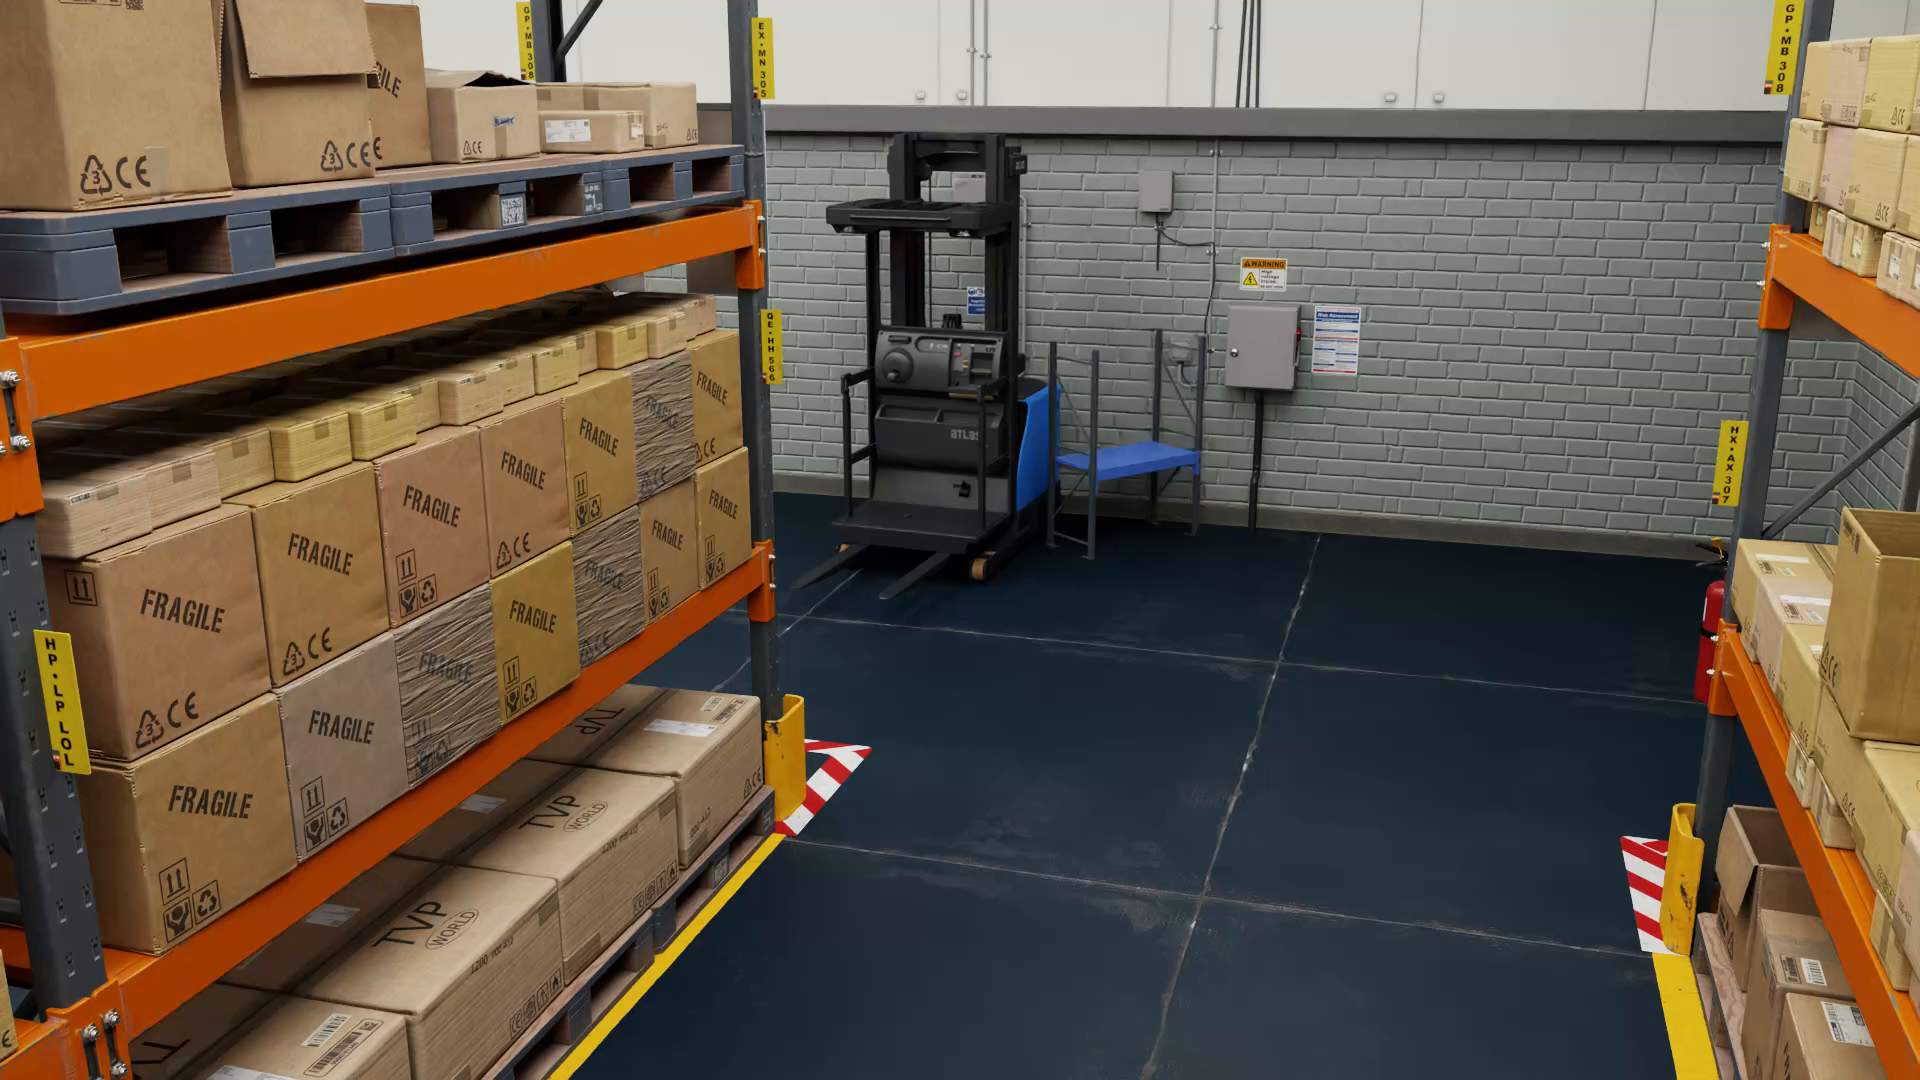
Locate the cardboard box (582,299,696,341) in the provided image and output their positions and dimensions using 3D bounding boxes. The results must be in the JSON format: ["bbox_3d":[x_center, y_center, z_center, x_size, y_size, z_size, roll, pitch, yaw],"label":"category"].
[{"bbox_3d":[-1.296,-0.877,6.720,0.380,0.149,0.250,5,17,17],"label":"cardboard box"}]

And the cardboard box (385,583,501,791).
[{"bbox_3d":[-1.795,0.421,5.163,0.500,0.500,0.500,5,17,16],"label":"cardboard box"}]

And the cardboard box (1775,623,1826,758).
[{"bbox_3d":[2.752,0.462,4.933,0.500,0.250,0.500,4,16,15],"label":"cardboard box"}]

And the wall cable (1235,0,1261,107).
[{"bbox_3d":[3.390,-4.343,11.081,2.988,3.039,0.133,5,16,16],"label":"wall cable"}]

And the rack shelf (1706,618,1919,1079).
[{"bbox_3d":[2.855,1.040,4.485,1.077,0.370,4.000,5,16,16],"label":"rack shelf"}]

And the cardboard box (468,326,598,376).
[{"bbox_3d":[-1.542,-0.677,6.016,0.380,0.149,0.250,4,16,15],"label":"cardboard box"}]

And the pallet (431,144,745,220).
[{"bbox_3d":[-1.538,-1.419,6.501,1.003,0.211,1.213,5,16,16],"label":"pallet"}]

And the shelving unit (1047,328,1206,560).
[{"bbox_3d":[1.209,-0.716,12.107,1.048,1.500,0.538,-11,19,-35],"label":"shelving unit"}]

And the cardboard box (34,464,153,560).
[{"bbox_3d":[-2.135,-0.071,3.877,0.380,0.149,0.250,4,16,15],"label":"cardboard box"}]

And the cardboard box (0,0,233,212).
[{"bbox_3d":[-2.105,-1.046,3.887,0.500,0.500,0.500,5,17,17],"label":"cardboard box"}]

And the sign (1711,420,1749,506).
[{"bbox_3d":[2.903,-0.288,6.262,0.100,0.325,0.005,5,16,16],"label":"sign"}]

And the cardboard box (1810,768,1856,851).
[{"bbox_3d":[2.598,0.760,4.615,0.380,0.149,0.250,5,17,17],"label":"cardboard box"}]

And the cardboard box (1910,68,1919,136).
[{"bbox_3d":[2.629,-1.089,3.989,0.500,0.250,0.500,5,17,17],"label":"cardboard box"}]

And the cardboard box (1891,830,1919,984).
[{"bbox_3d":[2.326,0.862,3.525,0.500,0.250,0.500,5,16,16],"label":"cardboard box"}]

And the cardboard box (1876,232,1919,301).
[{"bbox_3d":[2.581,-0.693,4.239,0.380,0.149,0.250,5,16,16],"label":"cardboard box"}]

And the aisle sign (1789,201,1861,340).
[{"bbox_3d":[3.161,-1.121,6.020,0.394,0.787,0.004,5,16,16],"label":"aisle sign"}]

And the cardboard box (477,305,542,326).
[{"bbox_3d":[-1.893,-0.850,6.625,0.380,0.149,0.250,5,17,18],"label":"cardboard box"}]

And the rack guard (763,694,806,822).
[{"bbox_3d":[-1.330,0.983,7.948,1.175,0.500,0.348,5,16,16],"label":"rack guard"}]

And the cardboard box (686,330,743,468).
[{"bbox_3d":[-1.246,-0.598,6.925,0.500,0.500,0.500,5,17,18],"label":"cardboard box"}]

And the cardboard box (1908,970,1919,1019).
[{"bbox_3d":[2.339,1.029,3.666,0.380,0.149,0.250,5,17,17],"label":"cardboard box"}]

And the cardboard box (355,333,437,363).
[{"bbox_3d":[-2.086,-0.645,5.902,0.380,0.149,0.250,5,17,16],"label":"cardboard box"}]

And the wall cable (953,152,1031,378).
[{"bbox_3d":[0.243,-2.194,12.650,0.585,1.953,0.123,5,16,16],"label":"wall cable"}]

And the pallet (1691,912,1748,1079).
[{"bbox_3d":[3.176,1.741,5.806,1.003,0.211,1.213,5,16,16],"label":"pallet"}]

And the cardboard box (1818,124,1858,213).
[{"bbox_3d":[2.910,-1.114,4.993,0.500,0.250,0.500,5,17,17],"label":"cardboard box"}]

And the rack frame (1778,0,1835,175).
[{"bbox_3d":[3.423,-2.716,5.413,1.000,3.000,0.127,5,16,16],"label":"rack frame"}]

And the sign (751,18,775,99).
[{"bbox_3d":[-0.821,-1.999,6.905,0.100,0.325,0.005,5,16,16],"label":"sign"}]

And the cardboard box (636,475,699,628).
[{"bbox_3d":[-1.377,0.015,6.595,0.500,0.500,0.500,4,16,15],"label":"cardboard box"}]

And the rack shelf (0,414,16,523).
[{"bbox_3d":[-3.042,0.259,1.740,1.077,0.370,4.000,5,16,16],"label":"rack shelf"}]

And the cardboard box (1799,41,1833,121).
[{"bbox_3d":[3.056,-1.488,5.393,0.500,0.250,0.500,4,16,15],"label":"cardboard box"}]

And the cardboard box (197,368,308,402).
[{"bbox_3d":[-2.267,-0.443,5.190,0.380,0.149,0.250,4,16,15],"label":"cardboard box"}]

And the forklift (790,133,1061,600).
[{"bbox_3d":[-0.222,-1.250,11.366,1.130,2.935,3.031,6,17,20],"label":"forklift"}]

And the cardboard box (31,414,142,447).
[{"bbox_3d":[-2.432,-0.239,4.469,0.380,0.149,0.250,5,16,16],"label":"cardboard box"}]

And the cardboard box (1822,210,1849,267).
[{"bbox_3d":[2.802,-0.893,4.943,0.380,0.149,0.250,5,17,17],"label":"cardboard box"}]

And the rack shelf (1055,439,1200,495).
[{"bbox_3d":[1.209,-0.543,12.156,1.000,0.185,0.538,-11,19,-35],"label":"rack shelf"}]

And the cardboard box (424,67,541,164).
[{"bbox_3d":[-1.810,-1.476,5.750,0.500,0.311,0.500,5,17,17],"label":"cardboard box"}]

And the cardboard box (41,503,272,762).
[{"bbox_3d":[-2.106,0.198,4.119,0.500,0.500,0.500,5,17,16],"label":"cardboard box"}]

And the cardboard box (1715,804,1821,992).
[{"bbox_3d":[3.159,1.322,5.977,0.797,0.503,0.637,4,16,14],"label":"cardboard box"}]

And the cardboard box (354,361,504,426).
[{"bbox_3d":[-1.684,-0.468,5.277,0.380,0.149,0.250,5,16,16],"label":"cardboard box"}]

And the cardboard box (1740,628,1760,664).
[{"bbox_3d":[3.067,0.356,6.038,0.380,0.149,0.250,4,16,15],"label":"cardboard box"}]

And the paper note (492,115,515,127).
[{"bbox_3d":[-1.376,-1.266,5.021,0.006,0.032,0.123,5,16,16],"label":"paper note"}]

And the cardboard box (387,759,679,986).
[{"bbox_3d":[-1.681,1.238,6.395,0.875,0.438,0.875,5,17,17],"label":"cardboard box"}]

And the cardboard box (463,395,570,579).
[{"bbox_3d":[-1.654,-0.199,5.517,0.500,0.500,0.500,5,16,15],"label":"cardboard box"}]

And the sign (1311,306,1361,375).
[{"bbox_3d":[2.748,-1.460,12.153,0.329,0.494,0.001,5,16,16],"label":"sign"}]

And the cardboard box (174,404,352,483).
[{"bbox_3d":[-1.916,-0.269,4.578,0.380,0.149,0.250,5,16,15],"label":"cardboard box"}]
